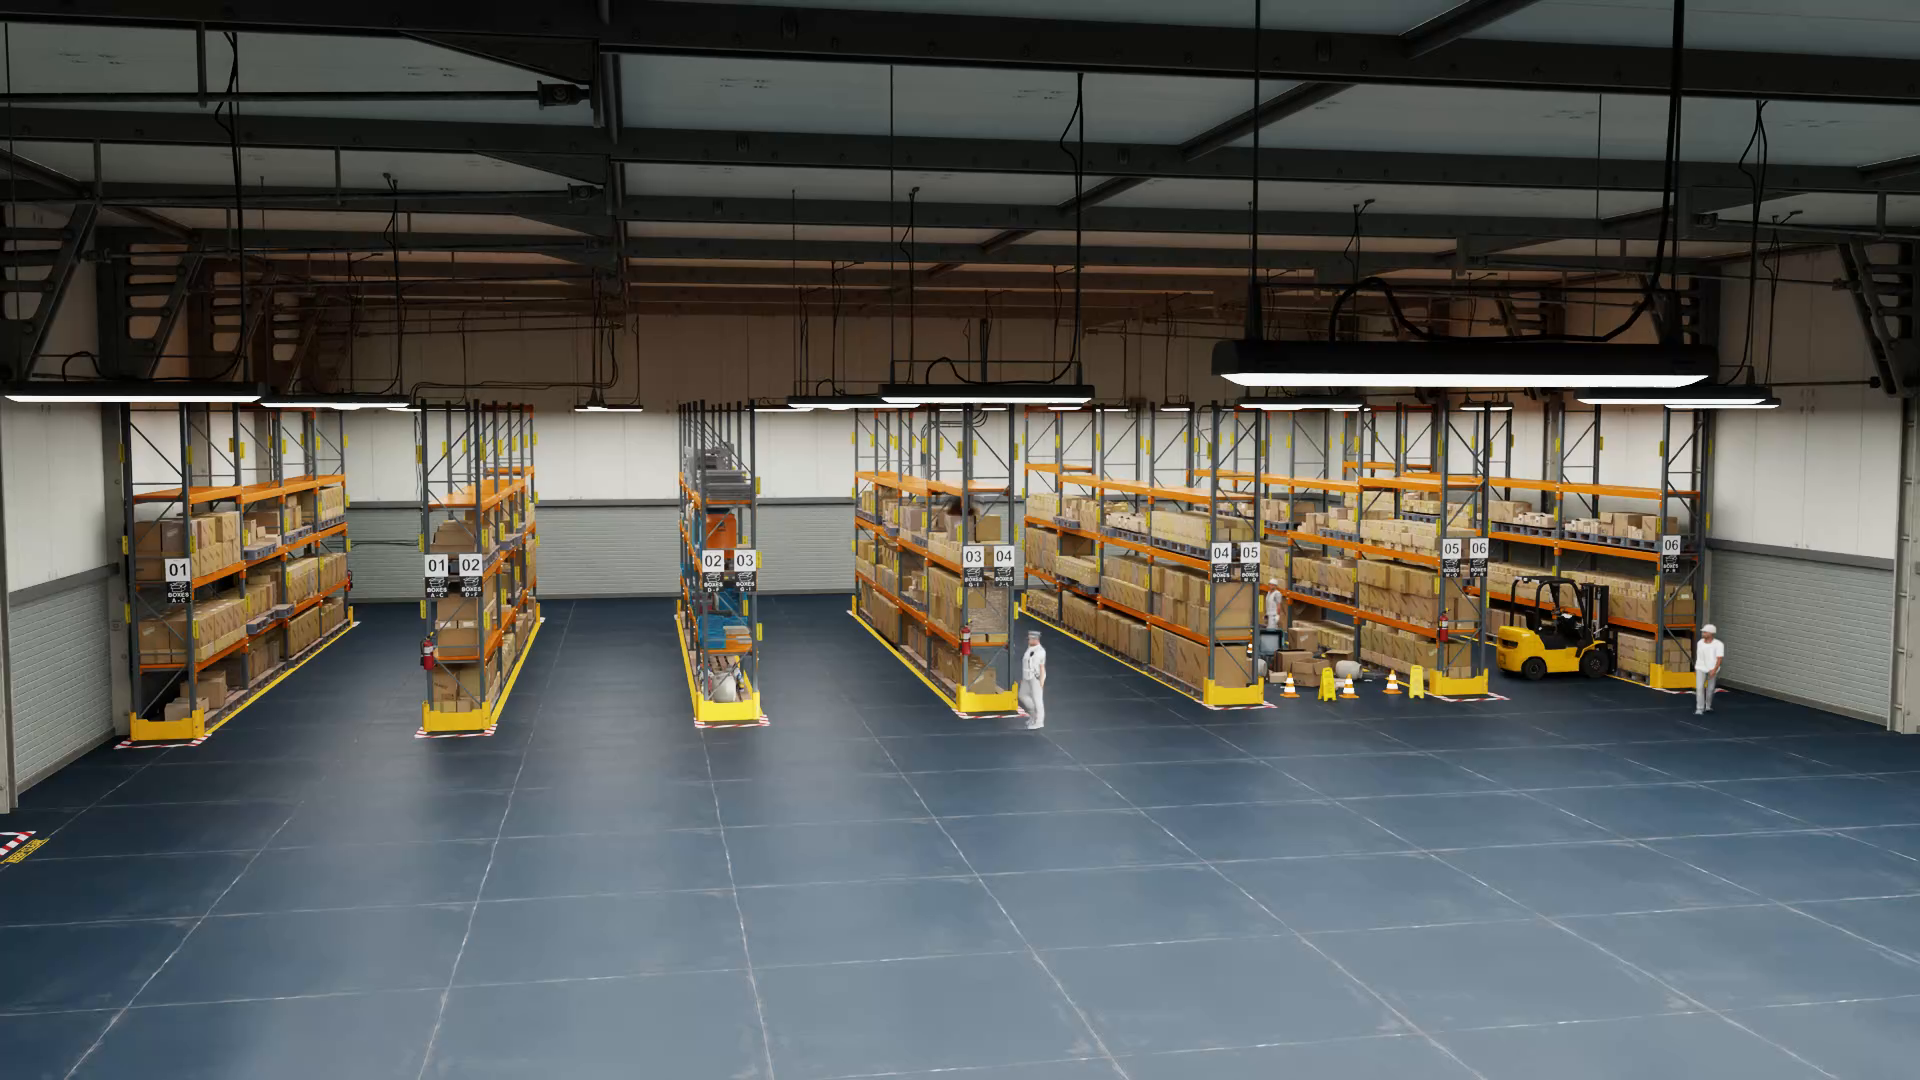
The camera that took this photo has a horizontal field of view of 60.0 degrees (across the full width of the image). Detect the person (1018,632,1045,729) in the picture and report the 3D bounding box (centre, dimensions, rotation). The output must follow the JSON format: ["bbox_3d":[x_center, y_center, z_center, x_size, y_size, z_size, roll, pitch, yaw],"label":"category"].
[{"bbox_3d":[1.347,2.555,30.413,0.428,1.781,0.581,-2,5,-25],"label":"person"}]

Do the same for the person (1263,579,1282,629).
[{"bbox_3d":[7.450,1.829,39.848,0.488,1.792,0.607,0,4,1],"label":"person"}]

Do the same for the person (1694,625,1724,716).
[{"bbox_3d":[14.217,2.463,31.573,0.486,1.708,1.073,2,5,23],"label":"person"}]
